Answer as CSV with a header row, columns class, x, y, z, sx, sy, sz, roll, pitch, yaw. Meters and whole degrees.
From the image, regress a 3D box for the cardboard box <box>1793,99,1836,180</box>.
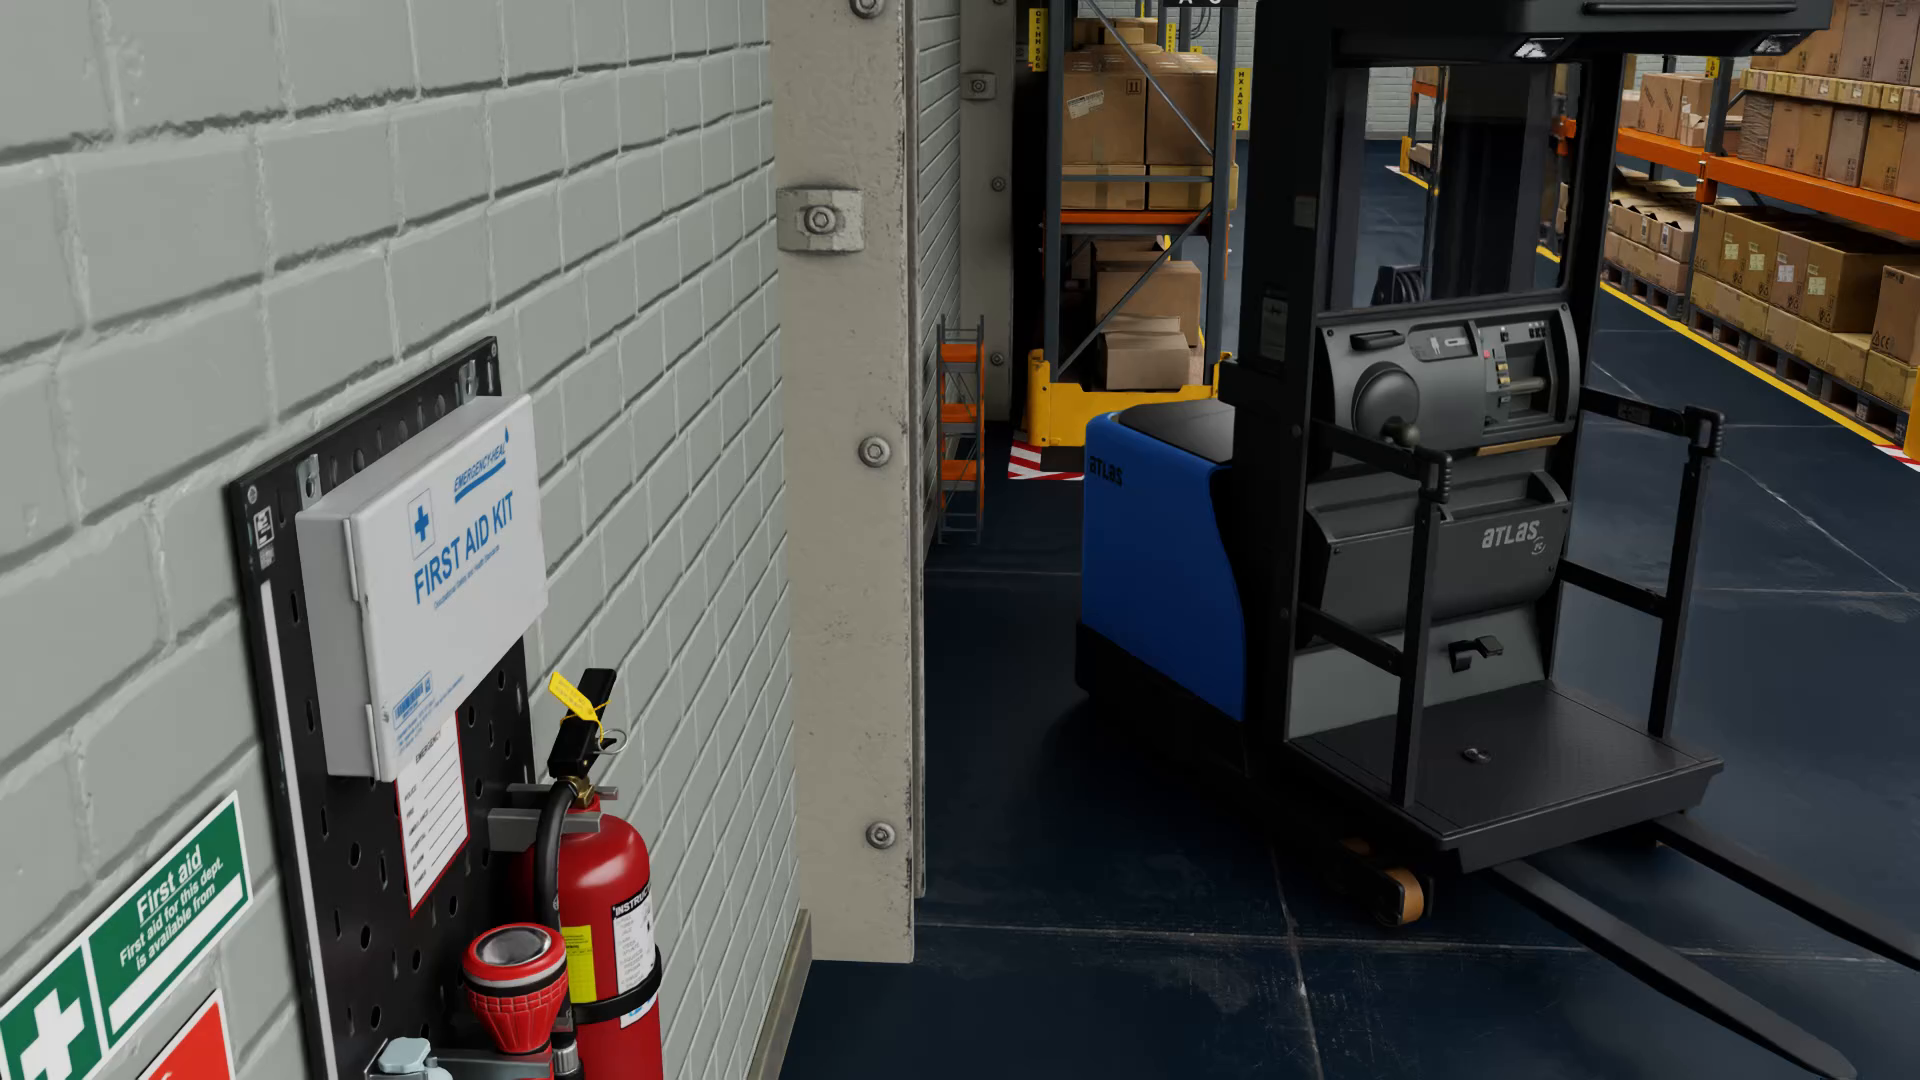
class,x,y,z,sx,sy,sz,roll,pitch,yaw
cardboard box,6.106,-2.705,11.201,0.700,0.500,0.500,2,18,5

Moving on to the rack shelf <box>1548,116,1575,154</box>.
class,x,y,z,sx,sy,sz,roll,pitch,yaw
rack shelf,6.633,-4.637,18.412,1.077,0.370,4.000,1,18,4

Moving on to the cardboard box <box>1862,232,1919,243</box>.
class,x,y,z,sx,sy,sz,roll,pitch,yaw
cardboard box,6.286,-1.750,10.983,0.500,0.500,0.500,1,18,4

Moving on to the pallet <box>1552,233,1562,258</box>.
class,x,y,z,sx,sy,sz,roll,pitch,yaw
pallet,6.392,-2.778,16.061,1.003,0.211,1.213,1,18,4

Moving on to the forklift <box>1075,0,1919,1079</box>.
class,x,y,z,sx,sy,sz,roll,pitch,yaw
forklift,1.534,-0.472,4.657,1.130,2.935,3.031,-9,20,-25

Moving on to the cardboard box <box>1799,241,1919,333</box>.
class,x,y,z,sx,sy,sz,roll,pitch,yaw
cardboard box,5.715,-1.606,10.545,0.500,0.500,0.500,1,18,4

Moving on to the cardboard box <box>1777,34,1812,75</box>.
class,x,y,z,sx,sy,sz,roll,pitch,yaw
cardboard box,6.142,-3.484,11.496,0.700,0.500,0.500,1,18,4

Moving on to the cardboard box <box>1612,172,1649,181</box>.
class,x,y,z,sx,sy,sz,roll,pitch,yaw
cardboard box,6.807,-3.514,17.137,0.500,0.500,0.500,2,18,6

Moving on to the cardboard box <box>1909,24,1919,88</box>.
class,x,y,z,sx,sy,sz,roll,pitch,yaw
cardboard box,5.998,-2.862,9.595,0.700,0.500,0.500,1,18,2

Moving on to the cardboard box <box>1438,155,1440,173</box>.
class,x,y,z,sx,sy,sz,roll,pitch,yaw
cardboard box,6.588,-4.948,21.816,0.500,0.311,0.500,1,18,4

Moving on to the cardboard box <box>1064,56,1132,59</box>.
class,x,y,z,sx,sy,sz,roll,pitch,yaw
cardboard box,0.937,-3.063,11.457,0.500,0.500,0.500,2,18,5

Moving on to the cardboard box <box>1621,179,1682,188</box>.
class,x,y,z,sx,sy,sz,roll,pitch,yaw
cardboard box,6.698,-3.349,16.167,0.500,0.311,0.500,2,18,5

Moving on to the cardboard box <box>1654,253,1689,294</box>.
class,x,y,z,sx,sy,sz,roll,pitch,yaw
cardboard box,5.943,-2.144,13.389,0.500,0.250,0.500,1,18,3

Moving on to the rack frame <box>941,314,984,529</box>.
class,x,y,z,sx,sy,sz,roll,pitch,yaw
rack frame,0.013,-0.553,7.926,0.200,1.050,0.008,1,18,4

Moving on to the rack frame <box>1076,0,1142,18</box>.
class,x,y,z,sx,sy,sz,roll,pitch,yaw
rack frame,2.122,-6.952,24.321,1.000,3.000,0.127,1,18,4

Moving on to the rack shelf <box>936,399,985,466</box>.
class,x,y,z,sx,sy,sz,roll,pitch,yaw
rack shelf,0.004,-0.505,7.814,0.215,0.259,0.240,1,18,4

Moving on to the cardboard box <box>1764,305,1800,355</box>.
class,x,y,z,sx,sy,sz,roll,pitch,yaw
cardboard box,5.755,-1.405,11.136,0.500,0.250,0.500,1,18,4

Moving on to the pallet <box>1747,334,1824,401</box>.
class,x,y,z,sx,sy,sz,roll,pitch,yaw
pallet,6.019,-1.164,11.137,1.003,0.211,1.213,1,18,4

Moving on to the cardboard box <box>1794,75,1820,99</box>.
class,x,y,z,sx,sy,sz,roll,pitch,yaw
cardboard box,5.918,-3.075,11.287,0.380,0.149,0.250,1,18,2

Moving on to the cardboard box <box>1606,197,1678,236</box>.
class,x,y,z,sx,sy,sz,roll,pitch,yaw
cardboard box,6.055,-2.880,14.735,0.500,0.311,0.500,1,18,3

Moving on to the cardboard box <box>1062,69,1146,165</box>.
class,x,y,z,sx,sy,sz,roll,pitch,yaw
cardboard box,0.797,-2.428,9.521,0.500,0.500,0.500,1,18,3

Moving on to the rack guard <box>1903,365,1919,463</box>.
class,x,y,z,sx,sy,sz,roll,pitch,yaw
rack guard,5.914,-0.678,9.188,1.175,0.500,0.348,1,18,4

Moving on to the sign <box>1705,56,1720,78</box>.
class,x,y,z,sx,sy,sz,roll,pitch,yaw
sign,5.661,-3.637,12.473,0.100,0.325,0.005,1,18,4

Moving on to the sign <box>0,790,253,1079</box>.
class,x,y,z,sx,sy,sz,roll,pitch,yaw
sign,-0.617,0.310,1.250,0.001,0.109,0.331,1,18,4

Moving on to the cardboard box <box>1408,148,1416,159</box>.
class,x,y,z,sx,sy,sz,roll,pitch,yaw
cardboard box,6.690,-5.574,23.989,0.380,0.149,0.250,1,18,4

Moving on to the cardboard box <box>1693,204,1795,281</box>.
class,x,y,z,sx,sy,sz,roll,pitch,yaw
cardboard box,5.857,-2.228,12.441,0.500,0.500,0.500,1,18,4

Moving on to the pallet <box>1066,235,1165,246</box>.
class,x,y,z,sx,sy,sz,roll,pitch,yaw
pallet,1.491,-2.899,16.432,1.003,0.211,1.213,1,18,4

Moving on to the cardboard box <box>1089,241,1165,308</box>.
class,x,y,z,sx,sy,sz,roll,pitch,yaw
cardboard box,1.227,-1.923,12.282,0.500,0.500,0.500,0,18,0

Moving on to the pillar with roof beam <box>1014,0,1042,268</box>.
class,x,y,z,sx,sy,sz,roll,pitch,yaw
pillar with roof beam,4.886,-6.837,14.338,9.100,9.000,0.400,1,18,4

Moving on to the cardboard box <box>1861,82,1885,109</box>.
class,x,y,z,sx,sy,sz,roll,pitch,yaw
cardboard box,5.845,-2.754,10.308,0.380,0.149,0.250,2,18,5

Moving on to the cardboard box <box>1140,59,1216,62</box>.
class,x,y,z,sx,sy,sz,roll,pitch,yaw
cardboard box,1.423,-2.893,10.939,0.500,0.500,0.500,2,18,6

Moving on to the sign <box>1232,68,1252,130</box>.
class,x,y,z,sx,sy,sz,roll,pitch,yaw
sign,1.516,-2.382,8.984,0.100,0.325,0.005,1,18,4

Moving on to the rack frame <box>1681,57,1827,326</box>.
class,x,y,z,sx,sy,sz,roll,pitch,yaw
rack frame,6.203,-3.115,12.613,1.000,3.000,0.127,1,18,4

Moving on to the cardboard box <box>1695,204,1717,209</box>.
class,x,y,z,sx,sy,sz,roll,pitch,yaw
cardboard box,6.558,-2.714,14.228,0.500,0.311,0.500,1,18,2

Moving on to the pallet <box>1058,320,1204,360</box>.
class,x,y,z,sx,sy,sz,roll,pitch,yaw
pallet,1.164,-1.310,11.583,1.003,0.211,1.213,1,18,4

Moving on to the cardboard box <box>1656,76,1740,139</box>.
class,x,y,z,sx,sy,sz,roll,pitch,yaw
cardboard box,6.348,-3.720,14.299,0.500,0.500,0.500,1,18,4

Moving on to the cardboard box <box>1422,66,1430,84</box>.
class,x,y,z,sx,sy,sz,roll,pitch,yaw
cardboard box,6.736,-6.598,23.080,0.500,0.500,0.500,1,18,3

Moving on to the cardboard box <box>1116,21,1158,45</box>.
class,x,y,z,sx,sy,sz,roll,pitch,yaw
cardboard box,1.840,-5.166,16.997,0.500,0.250,0.500,2,18,5

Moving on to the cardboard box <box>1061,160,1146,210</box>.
class,x,y,z,sx,sy,sz,roll,pitch,yaw
cardboard box,0.815,-2.070,9.632,0.500,0.250,0.500,2,18,5

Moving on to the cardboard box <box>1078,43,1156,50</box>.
class,x,y,z,sx,sy,sz,roll,pitch,yaw
cardboard box,1.525,-4.577,16.208,0.700,0.500,0.500,-1,18,-3

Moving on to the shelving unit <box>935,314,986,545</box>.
class,x,y,z,sx,sy,sz,roll,pitch,yaw
shelving unit,0.004,-0.516,7.810,0.215,1.050,0.252,1,18,4

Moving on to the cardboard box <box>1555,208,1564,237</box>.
class,x,y,z,sx,sy,sz,roll,pitch,yaw
cardboard box,6.159,-3.094,16.291,0.500,0.250,0.500,1,18,4

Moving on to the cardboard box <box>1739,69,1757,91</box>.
class,x,y,z,sx,sy,sz,roll,pitch,yaw
cardboard box,5.990,-3.392,12.255,0.380,0.149,0.250,1,18,4

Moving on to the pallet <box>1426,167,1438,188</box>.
class,x,y,z,sx,sy,sz,roll,pitch,yaw
pallet,6.911,-4.868,22.441,1.003,0.211,1.213,1,18,4
